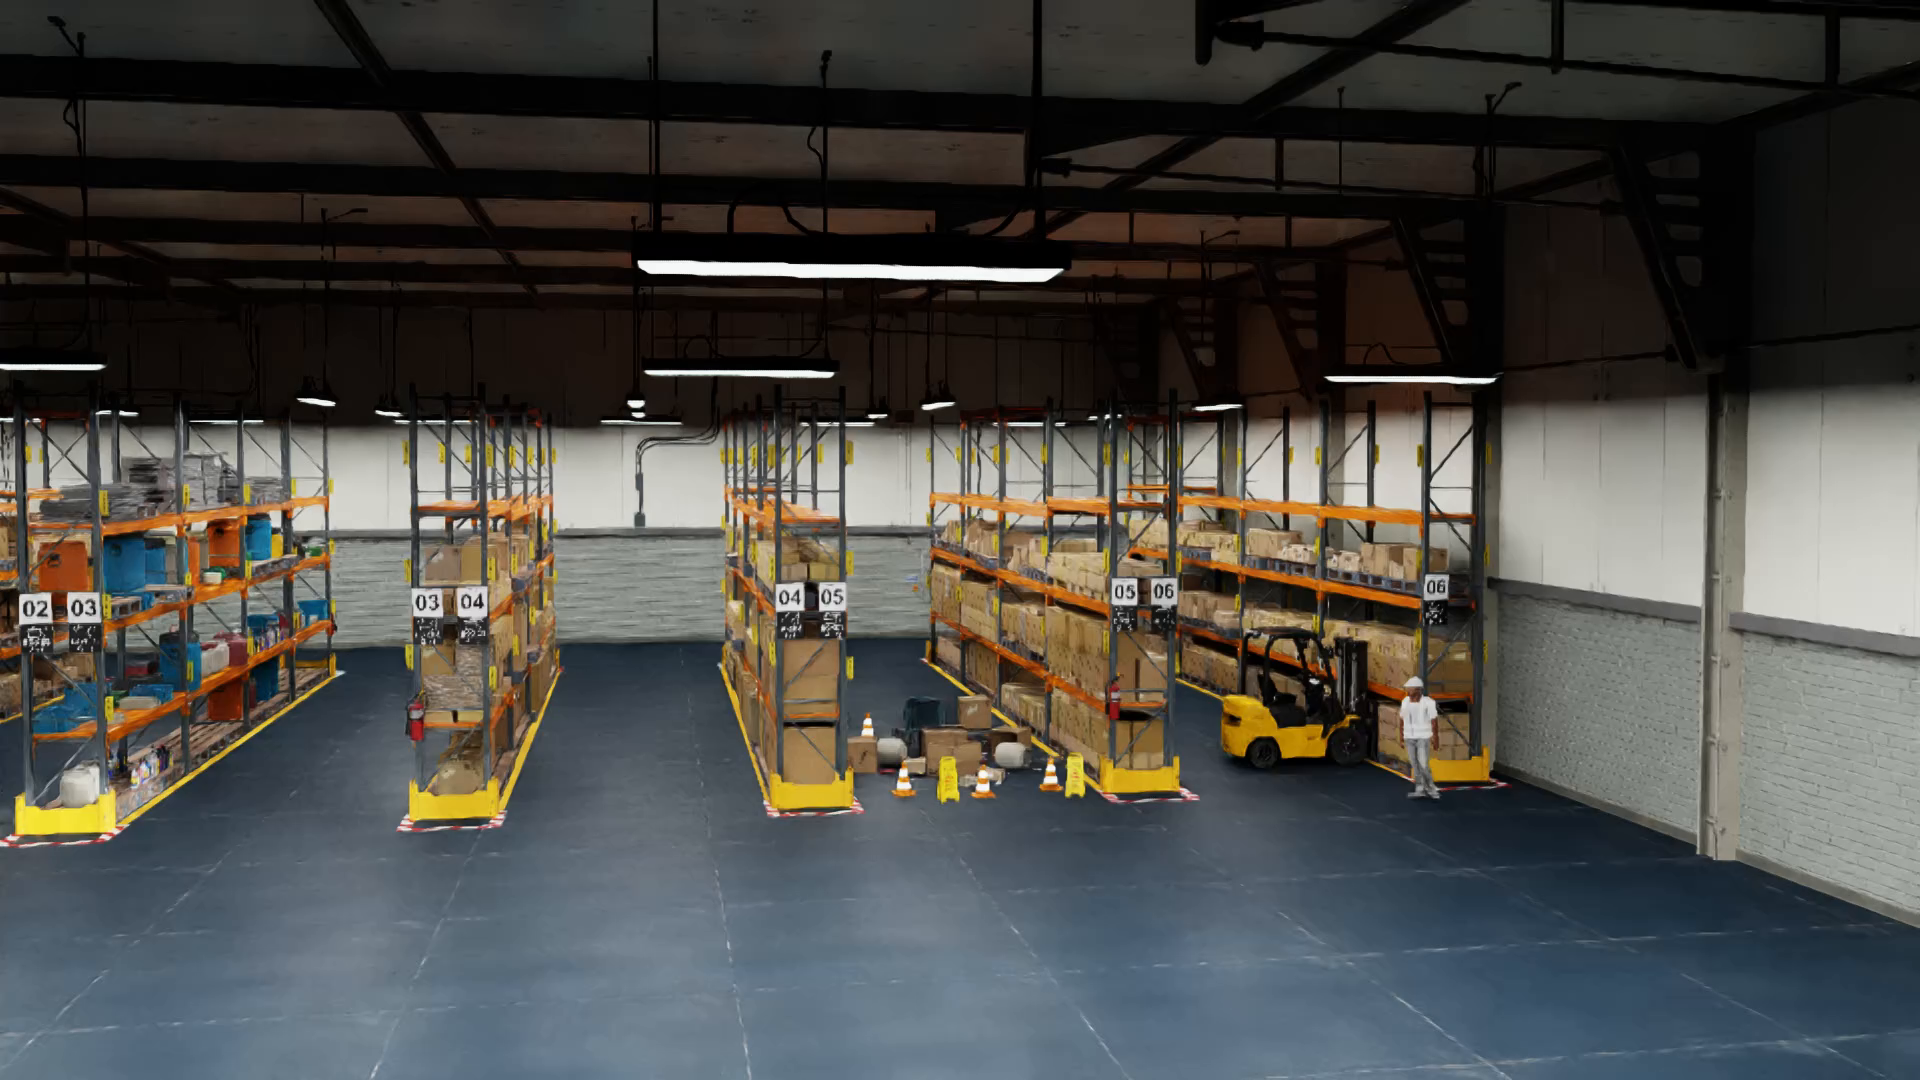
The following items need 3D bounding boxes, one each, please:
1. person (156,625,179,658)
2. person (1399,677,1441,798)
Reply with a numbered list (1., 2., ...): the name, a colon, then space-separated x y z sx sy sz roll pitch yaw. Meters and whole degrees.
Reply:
1. person: -15.236 2.503 32.314 0.729 1.733 0.546 -1 3 -12
2. person: 6.708 2.881 24.269 0.395 1.760 0.660 -3 4 -43
